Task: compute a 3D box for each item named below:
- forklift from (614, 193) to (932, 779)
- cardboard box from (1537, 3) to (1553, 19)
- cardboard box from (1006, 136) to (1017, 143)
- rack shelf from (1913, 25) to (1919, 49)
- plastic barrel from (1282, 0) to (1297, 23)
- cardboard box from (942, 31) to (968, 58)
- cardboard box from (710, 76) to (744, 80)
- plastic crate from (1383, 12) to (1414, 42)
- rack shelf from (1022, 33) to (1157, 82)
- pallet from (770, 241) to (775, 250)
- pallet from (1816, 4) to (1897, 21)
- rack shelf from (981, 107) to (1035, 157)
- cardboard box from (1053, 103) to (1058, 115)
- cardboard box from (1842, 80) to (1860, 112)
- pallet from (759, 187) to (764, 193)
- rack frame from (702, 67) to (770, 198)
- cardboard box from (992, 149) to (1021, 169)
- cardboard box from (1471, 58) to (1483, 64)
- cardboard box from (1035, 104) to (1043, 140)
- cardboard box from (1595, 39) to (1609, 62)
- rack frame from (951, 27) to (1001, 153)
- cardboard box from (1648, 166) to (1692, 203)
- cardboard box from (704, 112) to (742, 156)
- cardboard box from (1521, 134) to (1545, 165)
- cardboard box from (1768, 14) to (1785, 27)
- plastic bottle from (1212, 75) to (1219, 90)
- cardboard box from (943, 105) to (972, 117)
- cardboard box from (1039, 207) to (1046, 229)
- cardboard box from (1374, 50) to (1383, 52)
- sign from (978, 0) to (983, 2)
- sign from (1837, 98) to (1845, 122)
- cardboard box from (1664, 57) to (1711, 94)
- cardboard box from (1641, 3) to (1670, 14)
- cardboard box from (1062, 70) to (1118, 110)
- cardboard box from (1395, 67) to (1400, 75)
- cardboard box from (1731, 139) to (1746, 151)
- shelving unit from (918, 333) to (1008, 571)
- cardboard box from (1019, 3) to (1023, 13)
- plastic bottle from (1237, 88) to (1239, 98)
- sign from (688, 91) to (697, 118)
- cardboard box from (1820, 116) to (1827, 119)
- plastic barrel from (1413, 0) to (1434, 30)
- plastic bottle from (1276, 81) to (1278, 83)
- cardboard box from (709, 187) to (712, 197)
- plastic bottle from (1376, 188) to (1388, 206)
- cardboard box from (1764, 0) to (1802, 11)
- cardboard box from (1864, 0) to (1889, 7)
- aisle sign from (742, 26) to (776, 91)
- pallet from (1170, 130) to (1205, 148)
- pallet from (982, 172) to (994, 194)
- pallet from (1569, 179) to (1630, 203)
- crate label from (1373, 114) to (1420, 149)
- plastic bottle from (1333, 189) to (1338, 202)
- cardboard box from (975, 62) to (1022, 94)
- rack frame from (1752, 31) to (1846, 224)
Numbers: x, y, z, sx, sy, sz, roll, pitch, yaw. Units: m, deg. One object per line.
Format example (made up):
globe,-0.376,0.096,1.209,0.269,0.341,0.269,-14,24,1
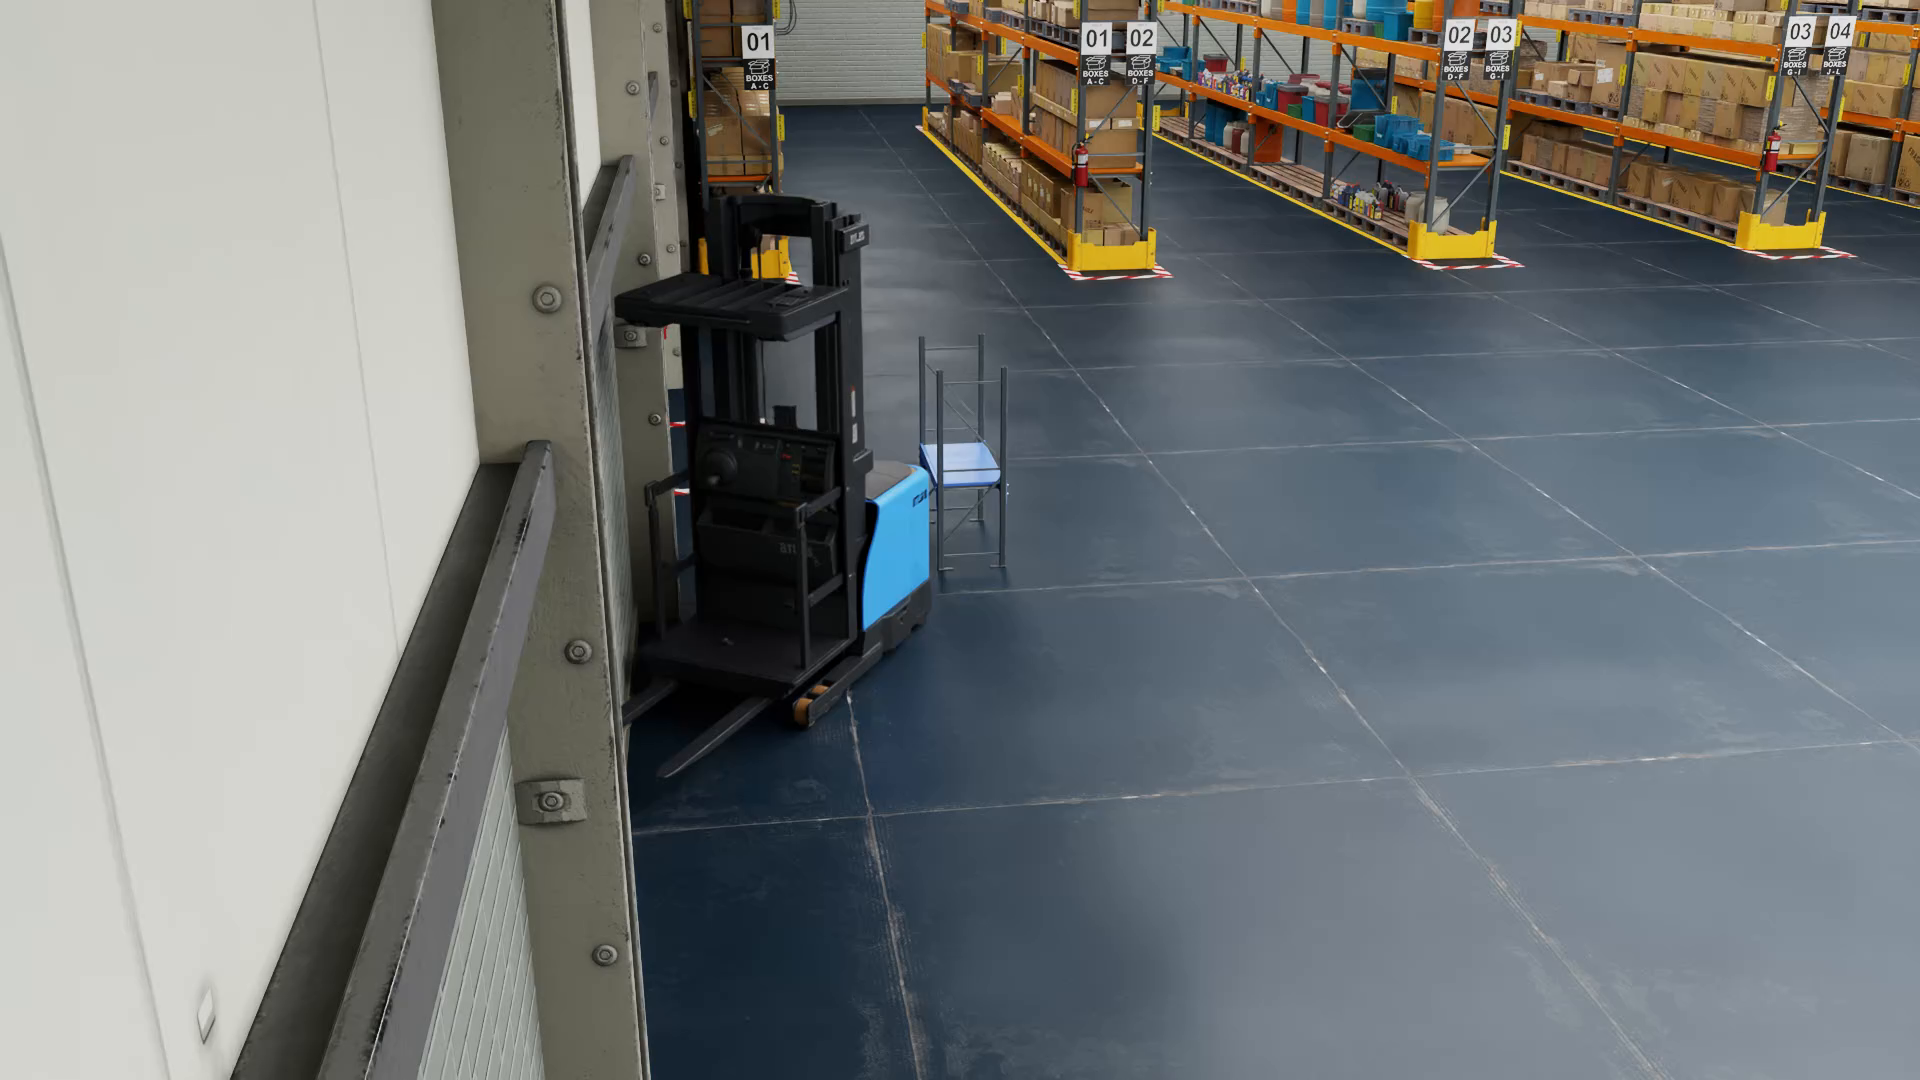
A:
forklift,-1.247,-0.446,9.722,1.130,2.935,3.031,9,22,22
cardboard box,10.591,-9.380,29.471,0.500,0.250,0.500,-2,21,-6
cardboard box,1.115,-7.107,30.402,0.500,0.500,0.500,-2,21,-5
rack shelf,16.489,-7.605,25.531,1.077,0.370,4.000,-3,21,-8
plastic barrel,5.798,-9.233,28.250,0.600,0.830,0.708,-3,21,-8
cardboard box,-0.084,-10.140,34.005,0.500,0.500,0.500,-3,21,-9
cardboard box,-3.724,-7.310,27.228,0.700,0.500,0.500,-3,21,-8
plastic crate,6.380,-7.422,24.036,0.392,0.384,0.575,-3,21,-8
rack shelf,1.763,-6.891,23.621,1.077,0.370,4.000,-3,21,-8
pallet,-2.943,-3.882,22.809,1.003,0.211,1.213,-3,21,-8
pallet,15.933,-9.323,29.374,1.003,0.211,1.213,-2,21,-5
rack shelf,1.186,-6.871,27.853,1.077,0.370,4.000,-3,21,-8
cardboard box,1.548,-6.227,24.032,0.380,0.149,0.250,-3,21,-8
cardboard box,15.715,-7.793,29.151,0.500,0.500,0.500,-3,21,-7
pallet,-3.720,-5.651,27.544,1.003,0.211,1.213,-3,21,-8
rack frame,-3.427,-6.264,25.201,1.000,3.000,0.127,-3,21,-8
cardboard box,0.838,-6.517,28.407,0.500,0.311,0.500,-3,21,-9
cardboard box,10.418,-9.627,32.628,0.797,0.503,0.637,-2,21,-6
cardboard box,1.545,-6.409,25.446,0.700,0.500,0.500,-3,21,-9
cardboard box,14.502,-10.870,36.965,0.500,0.500,0.500,-3,21,-9
rack frame,0.321,-9.285,33.290,1.000,3.000,0.127,-3,21,-8
cardboard box,11.386,-5.701,26.666,0.500,0.500,0.500,4,21,9
cardboard box,-3.129,-5.322,21.793,0.500,0.500,0.500,-3,21,-8
cardboard box,10.818,-7.203,30.658,0.700,0.500,0.500,-4,21,-11
cardboard box,11.506,-7.231,23.147,0.380,0.149,0.250,-3,21,-8
plastic bottle,5.047,-8.976,32.638,0.152,0.276,0.135,-3,21,-8
cardboard box,0.045,-8.972,35.390,0.797,0.503,0.637,-3,21,-8
cardboard box,1.453,-4.729,24.419,0.500,0.250,0.500,-3,21,-8
cardboard box,9.503,-11.057,36.750,0.500,0.500,0.500,-3,21,-9
sign,0.361,-9.521,28.895,0.100,0.325,0.005,-3,21,-8
sign,12.391,-6.062,23.422,0.100,0.325,0.005,-3,21,-8
cardboard box,11.236,-7.154,25.585,0.500,0.500,0.500,-3,21,-8
cardboard box,11.020,-8.407,26.297,0.380,0.149,0.250,-4,21,-9
cardboard box,1.834,-6.322,23.359,0.700,0.500,0.500,-3,21,-8
cardboard box,9.608,-10.111,35.860,0.380,0.149,0.250,-3,21,-7
cardboard box,11.487,-5.770,24.237,0.380,0.149,0.250,-3,21,-8
shelving unit,0.012,-0.673,12.375,0.538,1.500,1.048,-3,21,-8
cardboard box,1.259,-8.712,27.082,0.500,0.250,0.500,-5,21,-12
plastic bottle,5.246,-8.396,31.193,0.097,0.201,0.097,0,20,0
sign,-3.402,-5.549,21.179,0.100,0.325,0.005,-3,21,-8
cardboard box,19.817,-9.813,37.763,0.875,0.438,0.875,-4,21,-9
plastic barrel,6.663,-7.457,23.239,0.600,0.588,0.600,0,20,0
plastic bottle,5.983,-8.549,31.485,0.061,0.283,0.133,-3,21,-8
cardboard box,-3.674,-5.730,26.714,0.700,0.500,0.500,-3,21,-9
plastic bottle,6.639,-5.403,26.159,0.152,0.276,0.135,-3,21,-8
cardboard box,11.908,-7.982,24.231,0.500,0.500,0.500,-3,21,-8
cardboard box,15.805,-9.224,28.309,0.500,0.250,0.500,-3,21,-8
aisle sign,-2.543,-6.087,21.012,0.394,0.787,0.004,-3,21,-8
pallet,5.079,-8.480,35.119,1.003,0.211,1.213,-3,21,-8
pallet,0.978,-6.307,29.301,1.003,0.211,1.213,-3,21,-8
pallet,11.164,-5.977,28.417,1.003,0.211,1.213,-3,21,-8
crate label,6.420,-6.019,24.494,0.502,0.435,0.616,-3,21,-8
plastic bottle,6.003,-5.492,26.503,0.097,0.201,0.097,0,20,0
cardboard box,0.696,-8.356,30.059,0.700,0.500,0.500,-10,23,-26
rack frame,11.854,-5.629,23.500,1.000,3.000,0.127,-3,21,-8
